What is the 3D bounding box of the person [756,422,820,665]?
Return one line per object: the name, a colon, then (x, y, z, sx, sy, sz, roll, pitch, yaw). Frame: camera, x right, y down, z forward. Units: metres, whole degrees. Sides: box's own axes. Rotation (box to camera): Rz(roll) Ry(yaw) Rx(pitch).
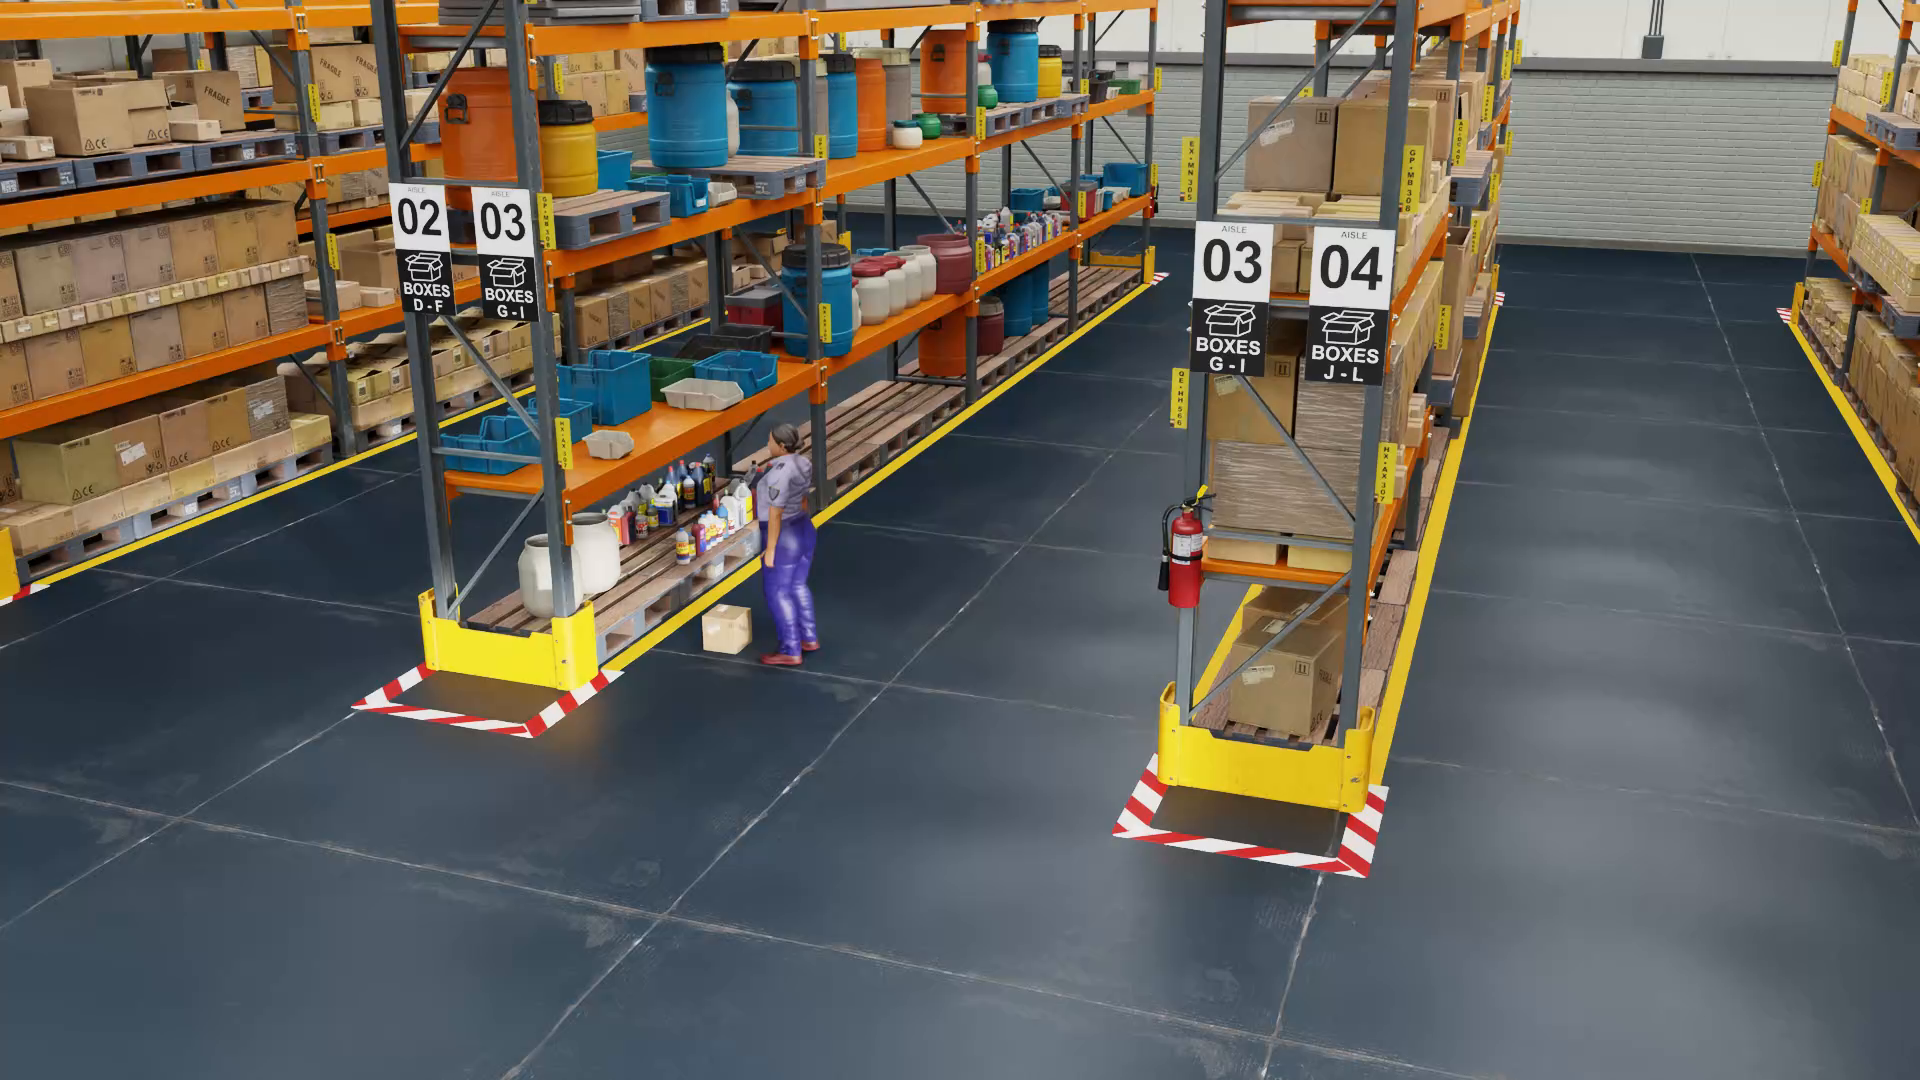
person: (-1.163, 0.013, 11.055, 0.343, 1.646, 0.467, 7, 20, 20)
